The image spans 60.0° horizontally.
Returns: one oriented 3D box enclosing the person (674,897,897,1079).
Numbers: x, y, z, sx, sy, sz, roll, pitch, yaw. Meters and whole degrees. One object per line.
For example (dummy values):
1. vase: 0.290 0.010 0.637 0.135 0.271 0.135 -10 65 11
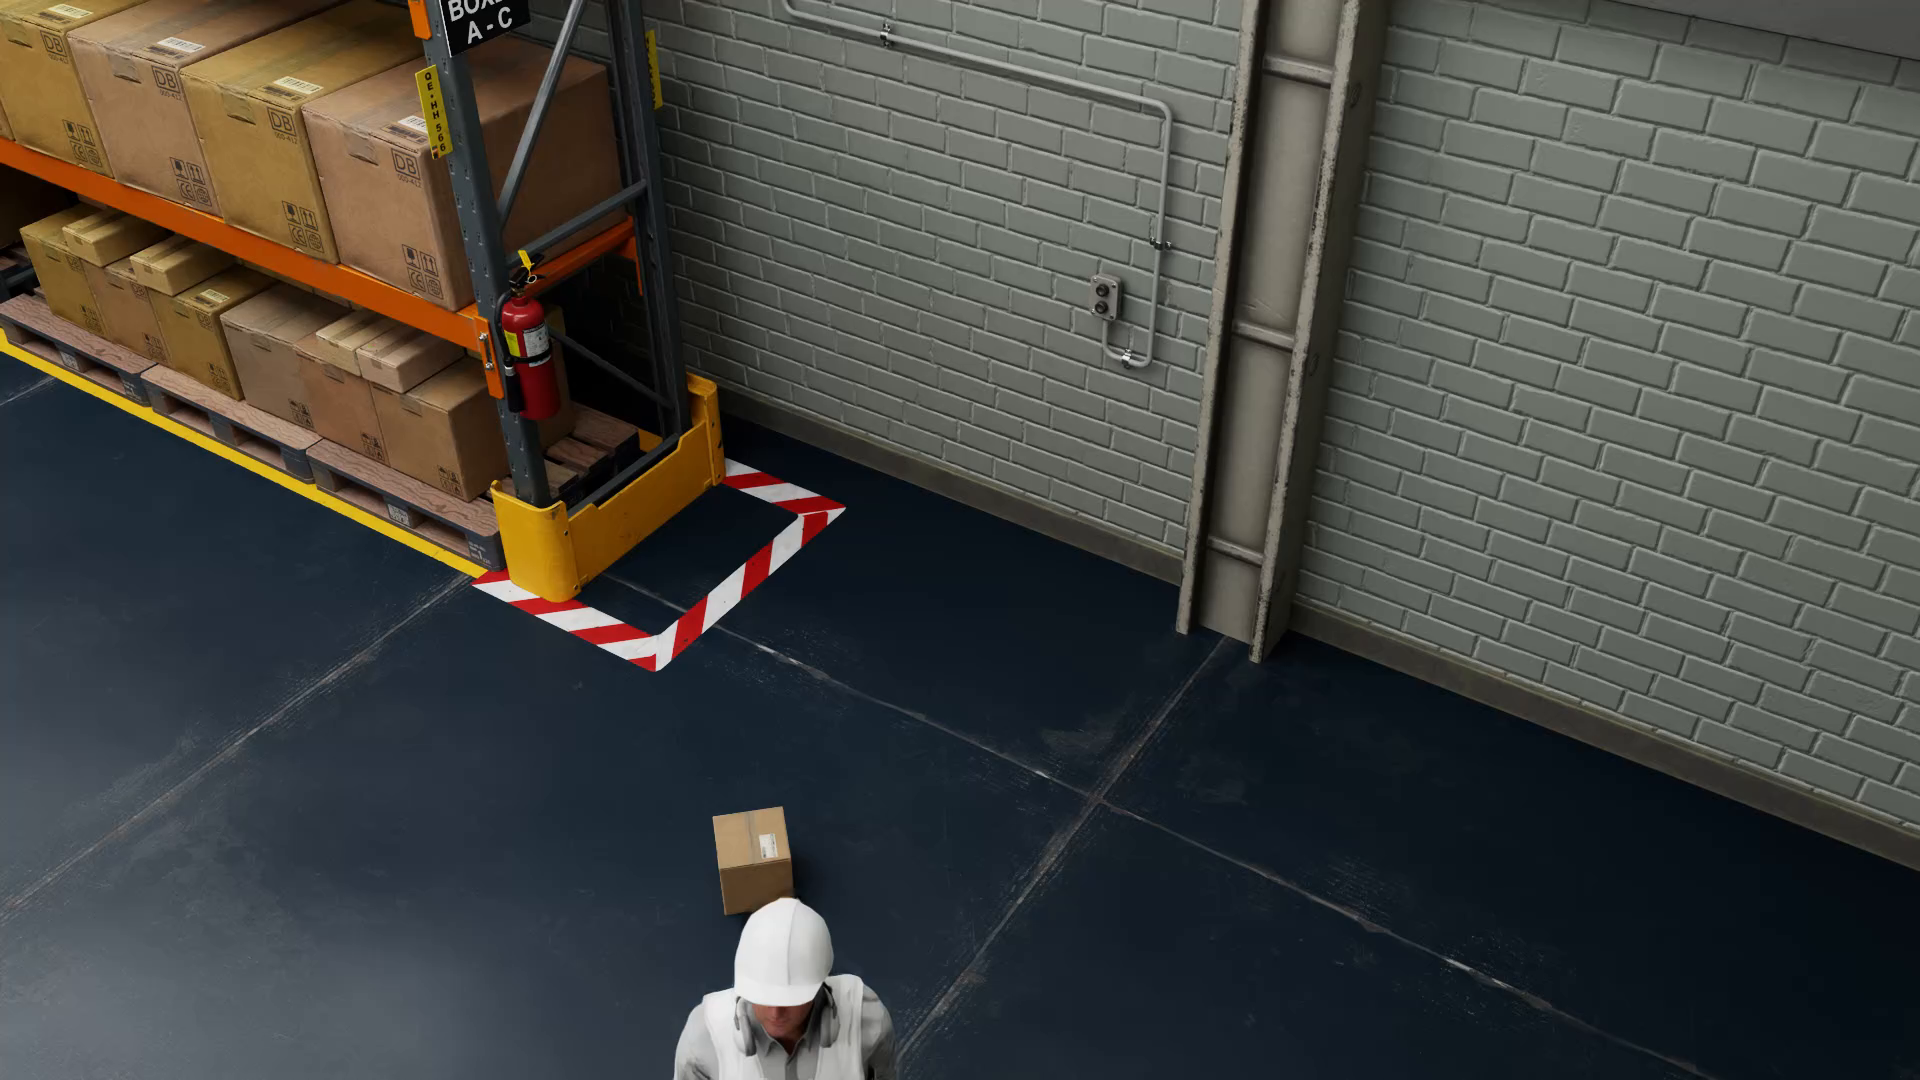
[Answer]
1. person: -0.428 1.542 4.170 0.558 1.737 0.973 -2 38 -2
